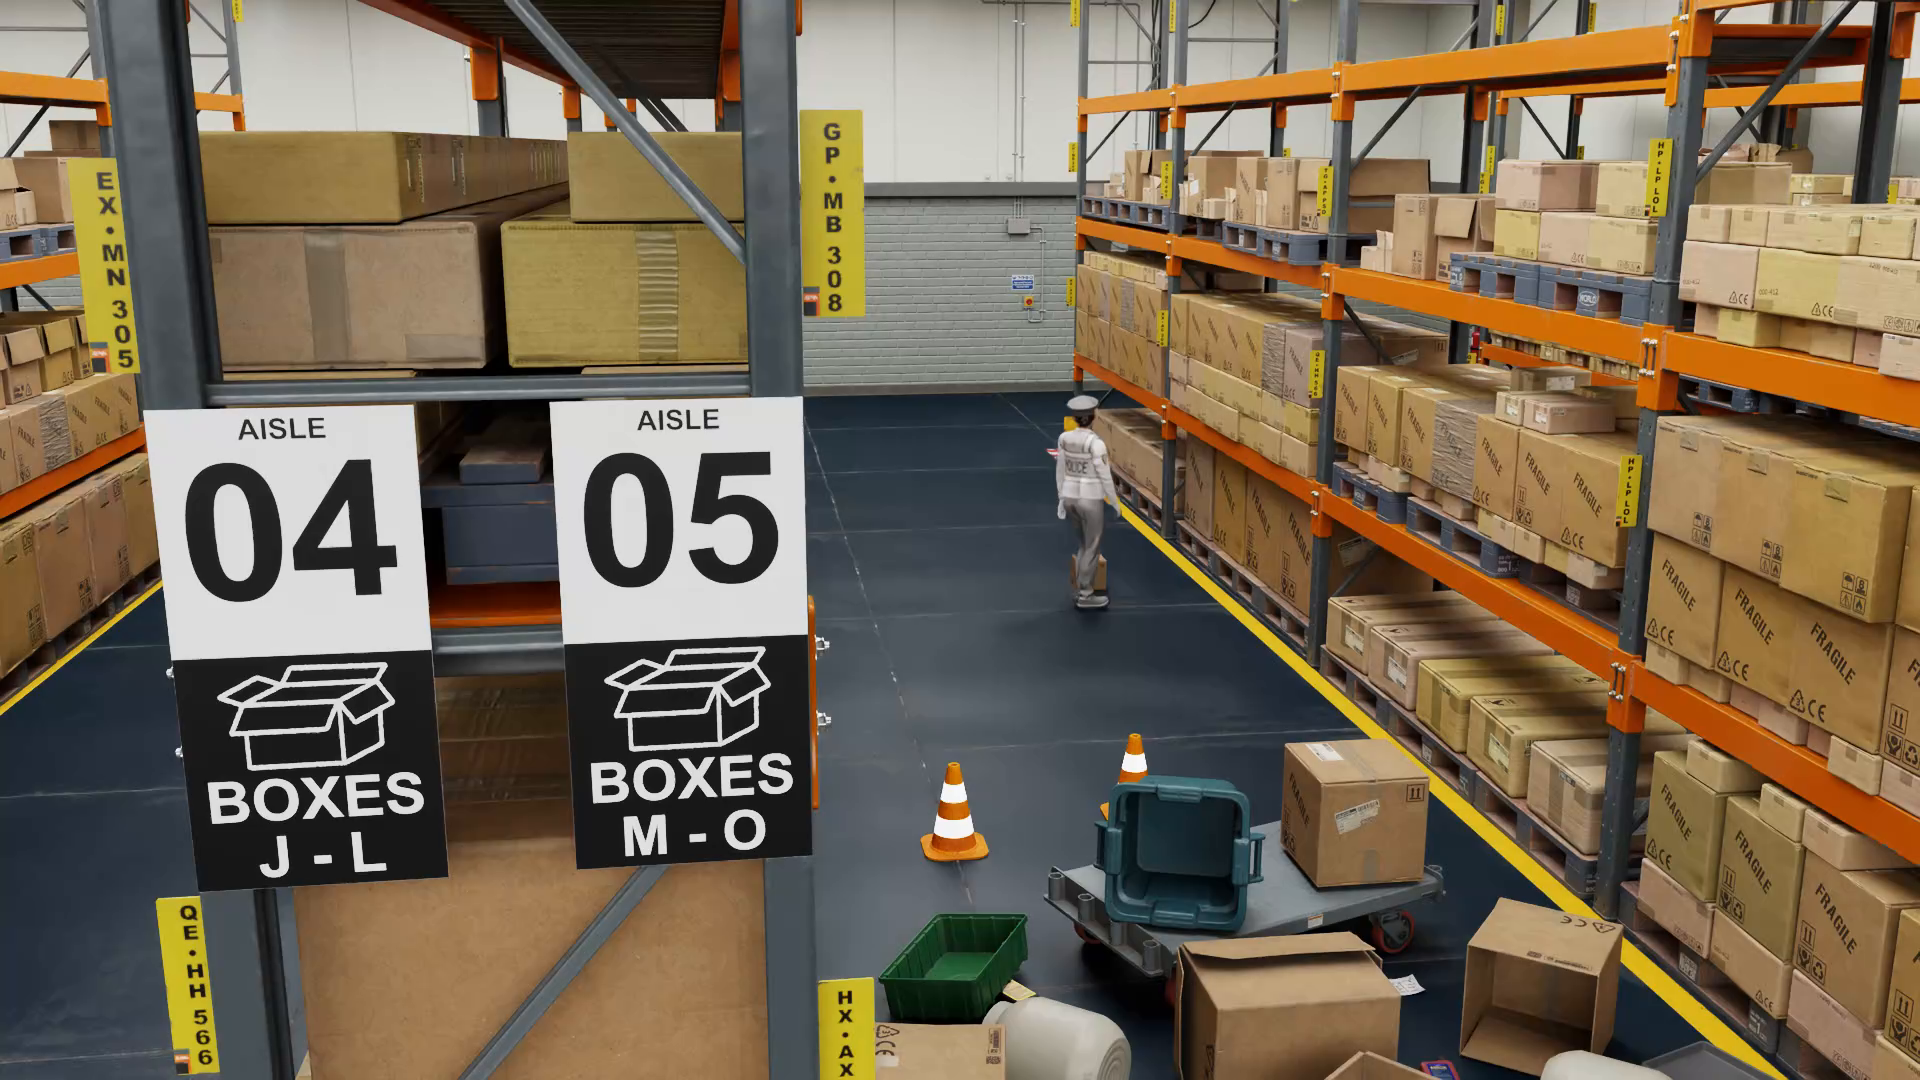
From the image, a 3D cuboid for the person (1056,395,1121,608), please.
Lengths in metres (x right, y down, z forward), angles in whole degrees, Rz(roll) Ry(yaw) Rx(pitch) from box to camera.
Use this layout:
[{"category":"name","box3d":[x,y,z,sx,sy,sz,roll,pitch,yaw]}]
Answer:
[{"category":"person","box3d":[1.009,-0.262,13.109,0.415,1.748,0.501,-10,16,-36]}]
